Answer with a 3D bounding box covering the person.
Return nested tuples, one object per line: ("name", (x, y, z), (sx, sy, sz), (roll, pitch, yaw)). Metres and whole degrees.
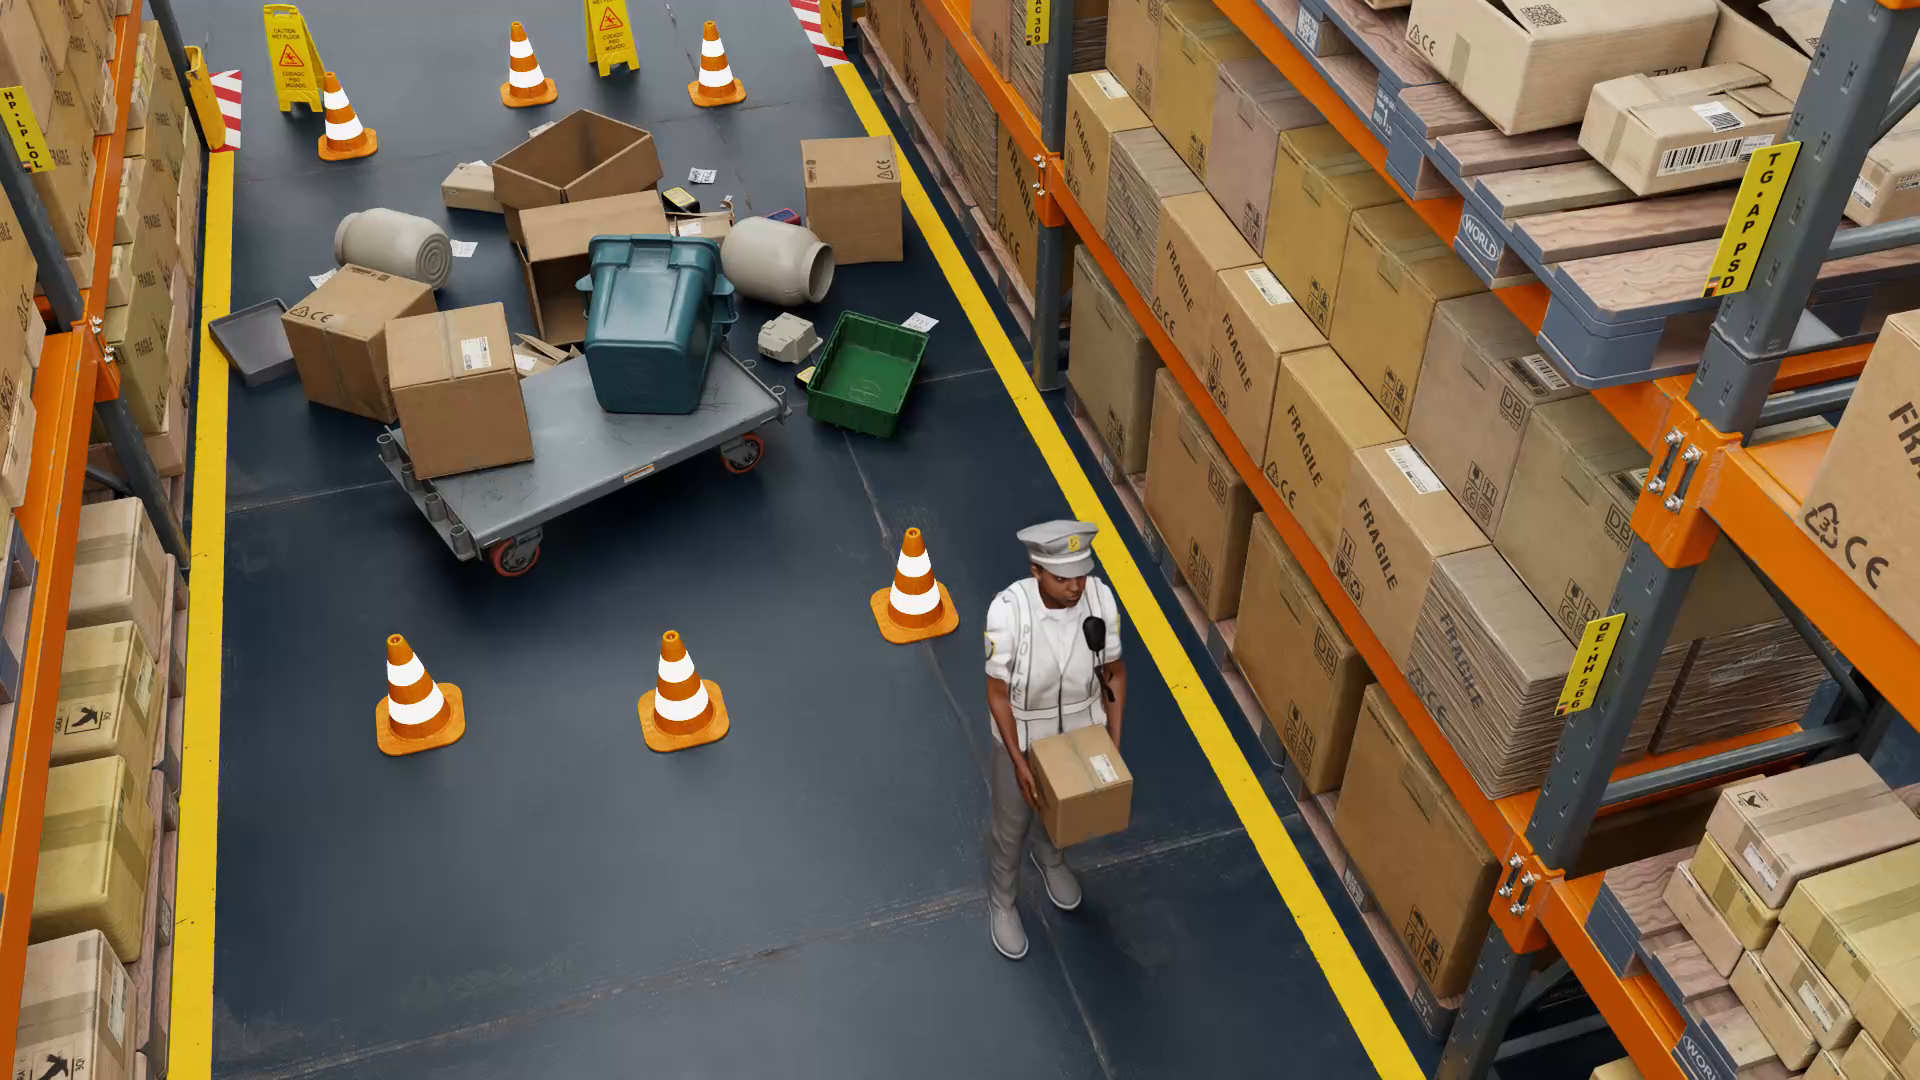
("person", (0.308, 0.643, 5.425), (0.495, 1.702, 0.489), (-12, 44, -13))
